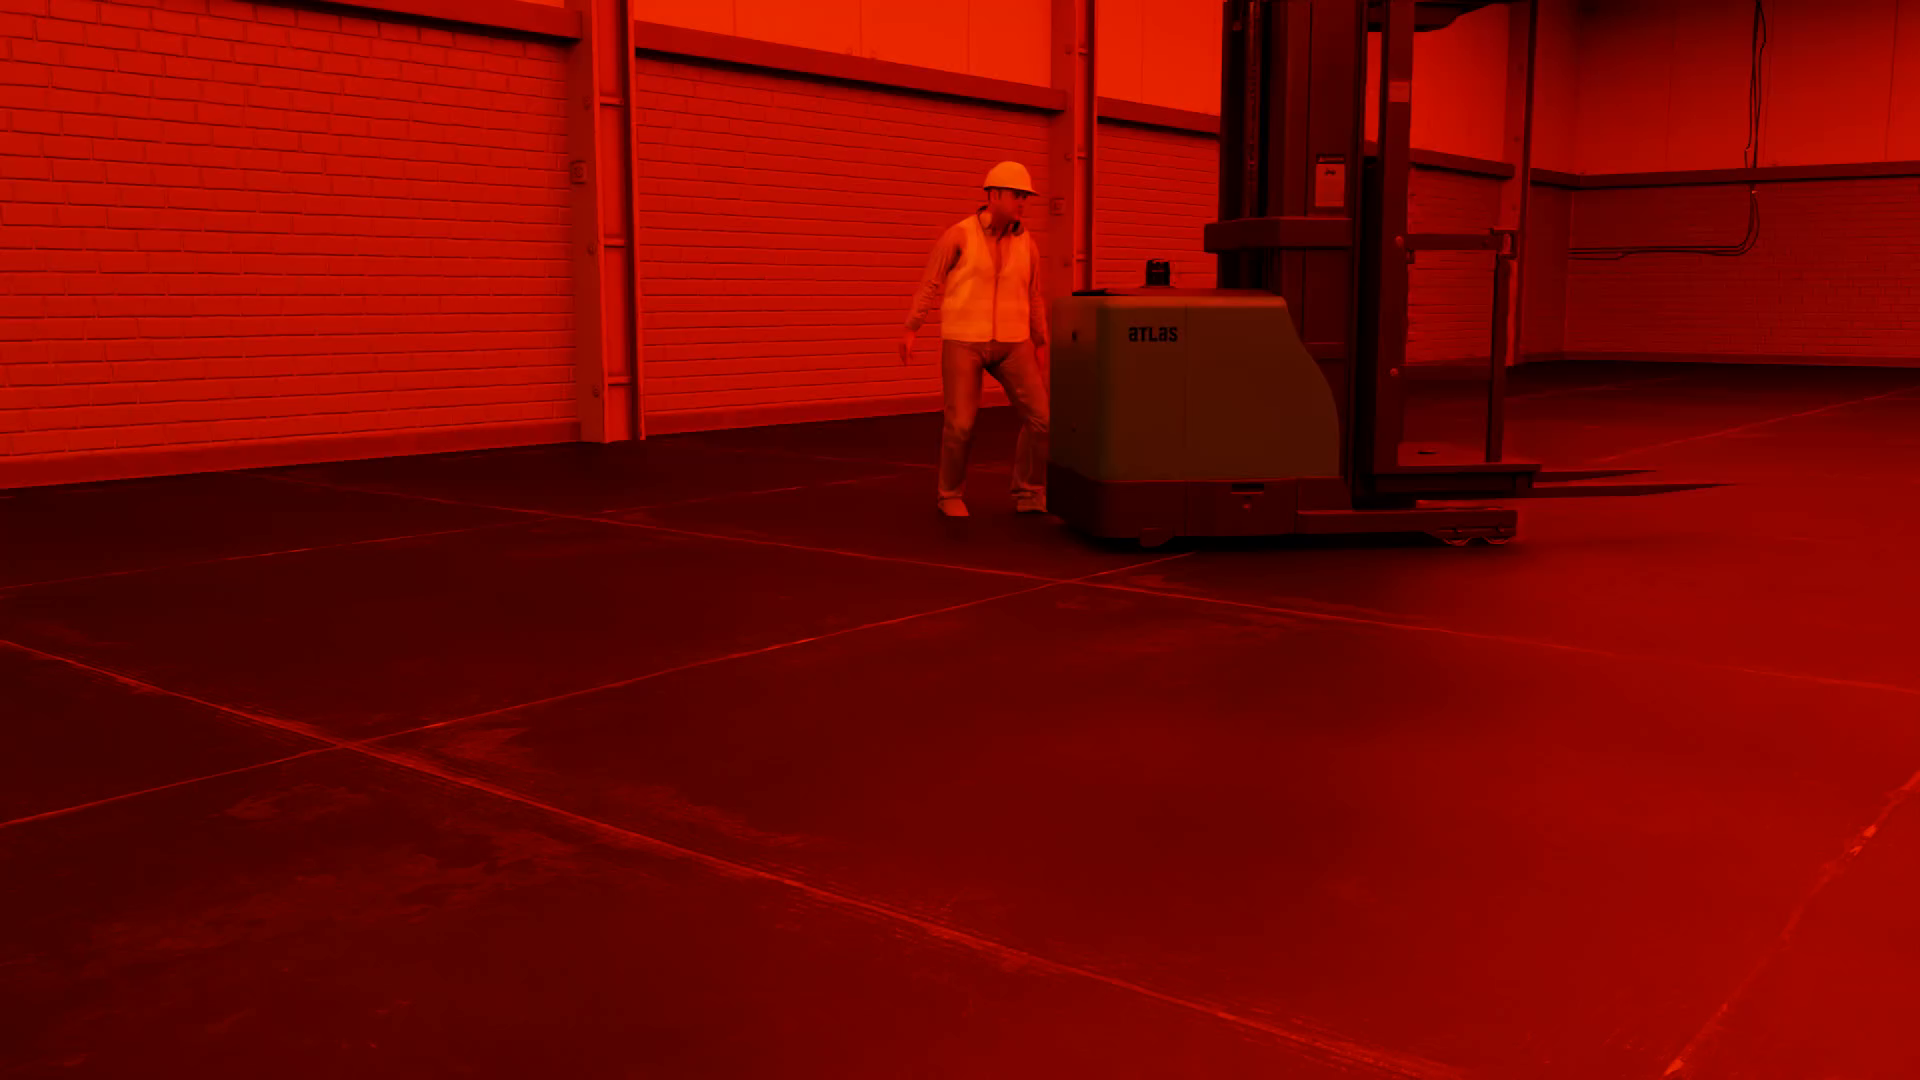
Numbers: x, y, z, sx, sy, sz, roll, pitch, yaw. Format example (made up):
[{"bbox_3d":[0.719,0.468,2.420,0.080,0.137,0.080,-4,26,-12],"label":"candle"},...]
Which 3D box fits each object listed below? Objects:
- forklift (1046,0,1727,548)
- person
[{"bbox_3d":[1.974,-1.497,7.512,3.031,2.935,1.130,-1,8,-10],"label":"forklift"},{"bbox_3d":[0.135,-0.966,8.170,0.870,1.745,0.469,-2,9,-14],"label":"person"}]
